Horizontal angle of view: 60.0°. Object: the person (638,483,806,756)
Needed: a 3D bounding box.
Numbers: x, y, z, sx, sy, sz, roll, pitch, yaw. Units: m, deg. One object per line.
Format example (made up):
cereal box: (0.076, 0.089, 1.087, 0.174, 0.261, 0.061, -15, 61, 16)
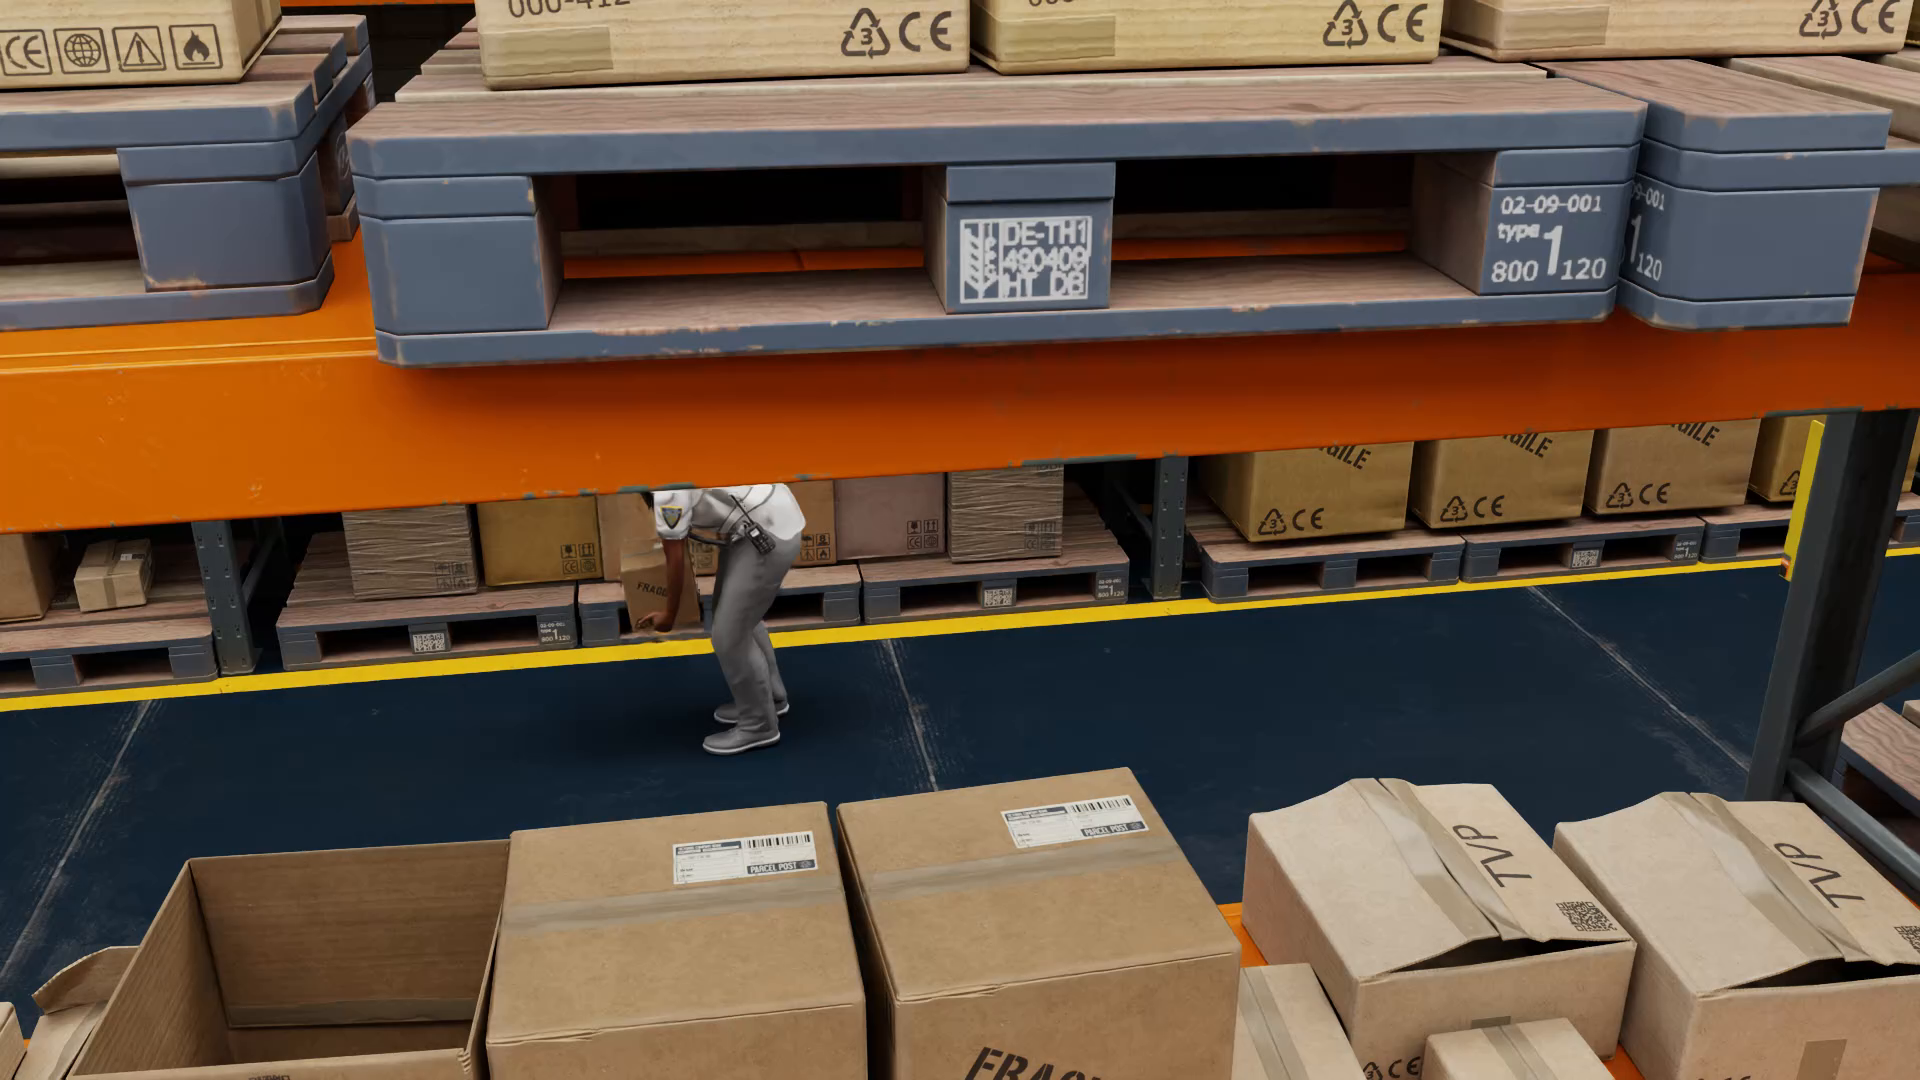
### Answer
person: (-0.983, 0.119, 6.152, 0.831, 1.411, 0.412, -5, 24, -11)
